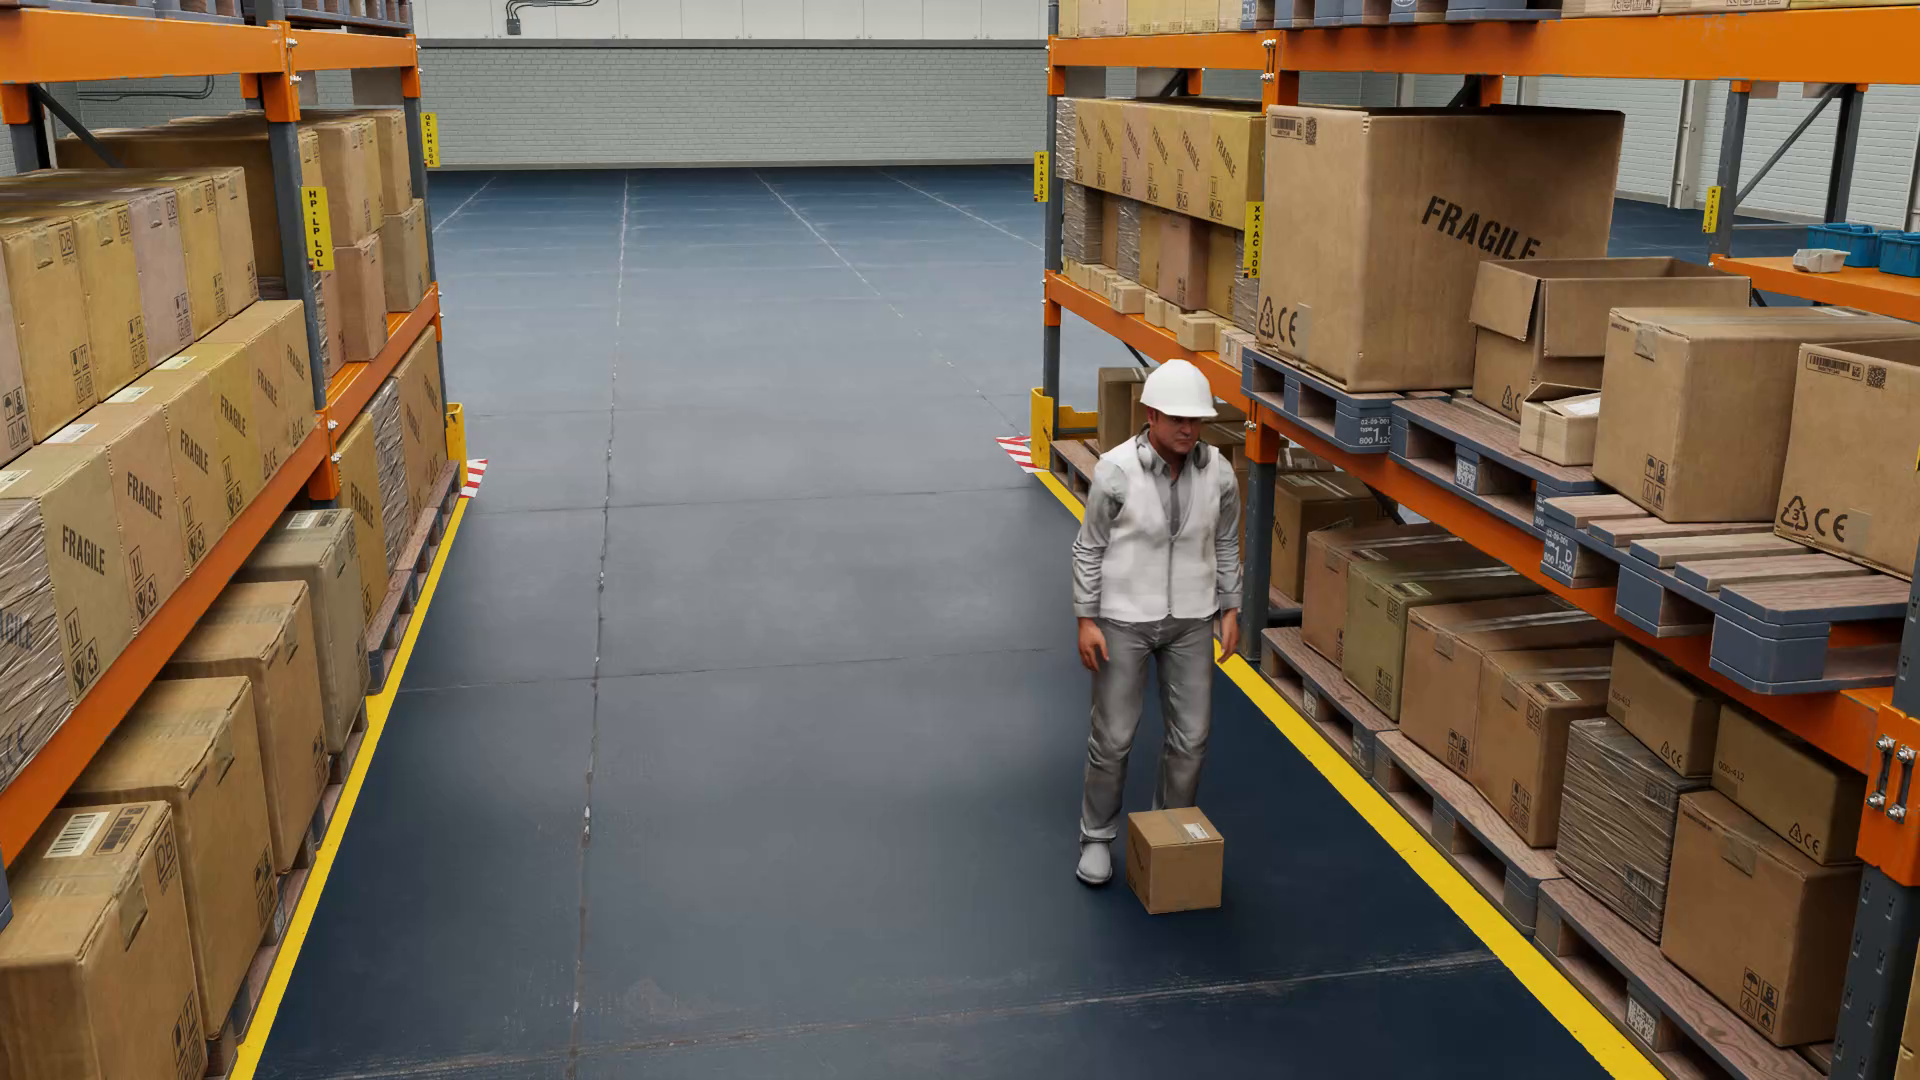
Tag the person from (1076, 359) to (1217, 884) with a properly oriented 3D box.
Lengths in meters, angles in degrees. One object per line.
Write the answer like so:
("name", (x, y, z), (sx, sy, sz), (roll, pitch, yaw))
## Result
("person", (4.002, -1.872, 5.698), (7.411, 5.808, 11.426), (-4, 17, -12))
